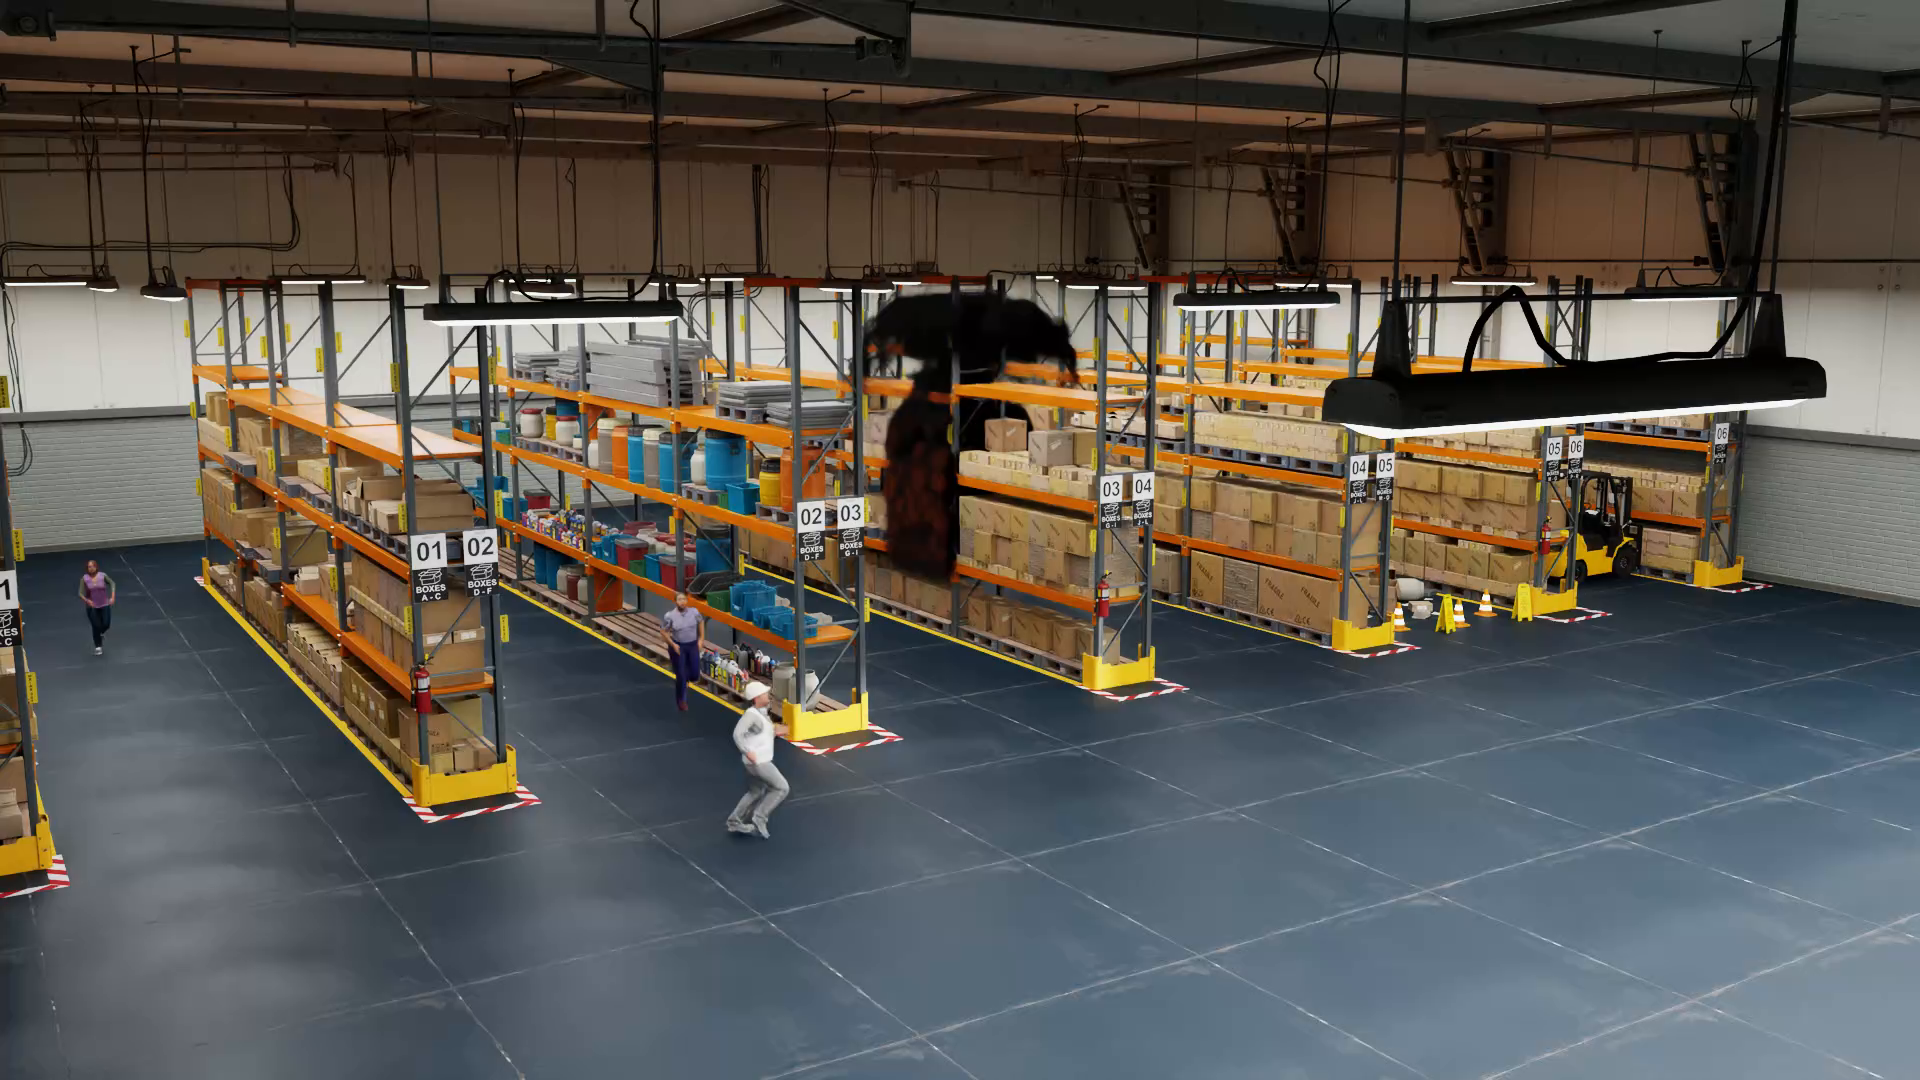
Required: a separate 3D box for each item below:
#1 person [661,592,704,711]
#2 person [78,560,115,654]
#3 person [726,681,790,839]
[{"bbox_3d":[-3.760,1.492,22.632,0.623,1.633,0.620,-4,10,-24],"label":"person"},{"bbox_3d":[-13.950,1.087,26.921,0.560,1.558,0.605,-6,11,-31],"label":"person"},{"bbox_3d":[-2.237,2.420,18.356,0.721,1.753,0.646,-1,10,-6],"label":"person"}]
